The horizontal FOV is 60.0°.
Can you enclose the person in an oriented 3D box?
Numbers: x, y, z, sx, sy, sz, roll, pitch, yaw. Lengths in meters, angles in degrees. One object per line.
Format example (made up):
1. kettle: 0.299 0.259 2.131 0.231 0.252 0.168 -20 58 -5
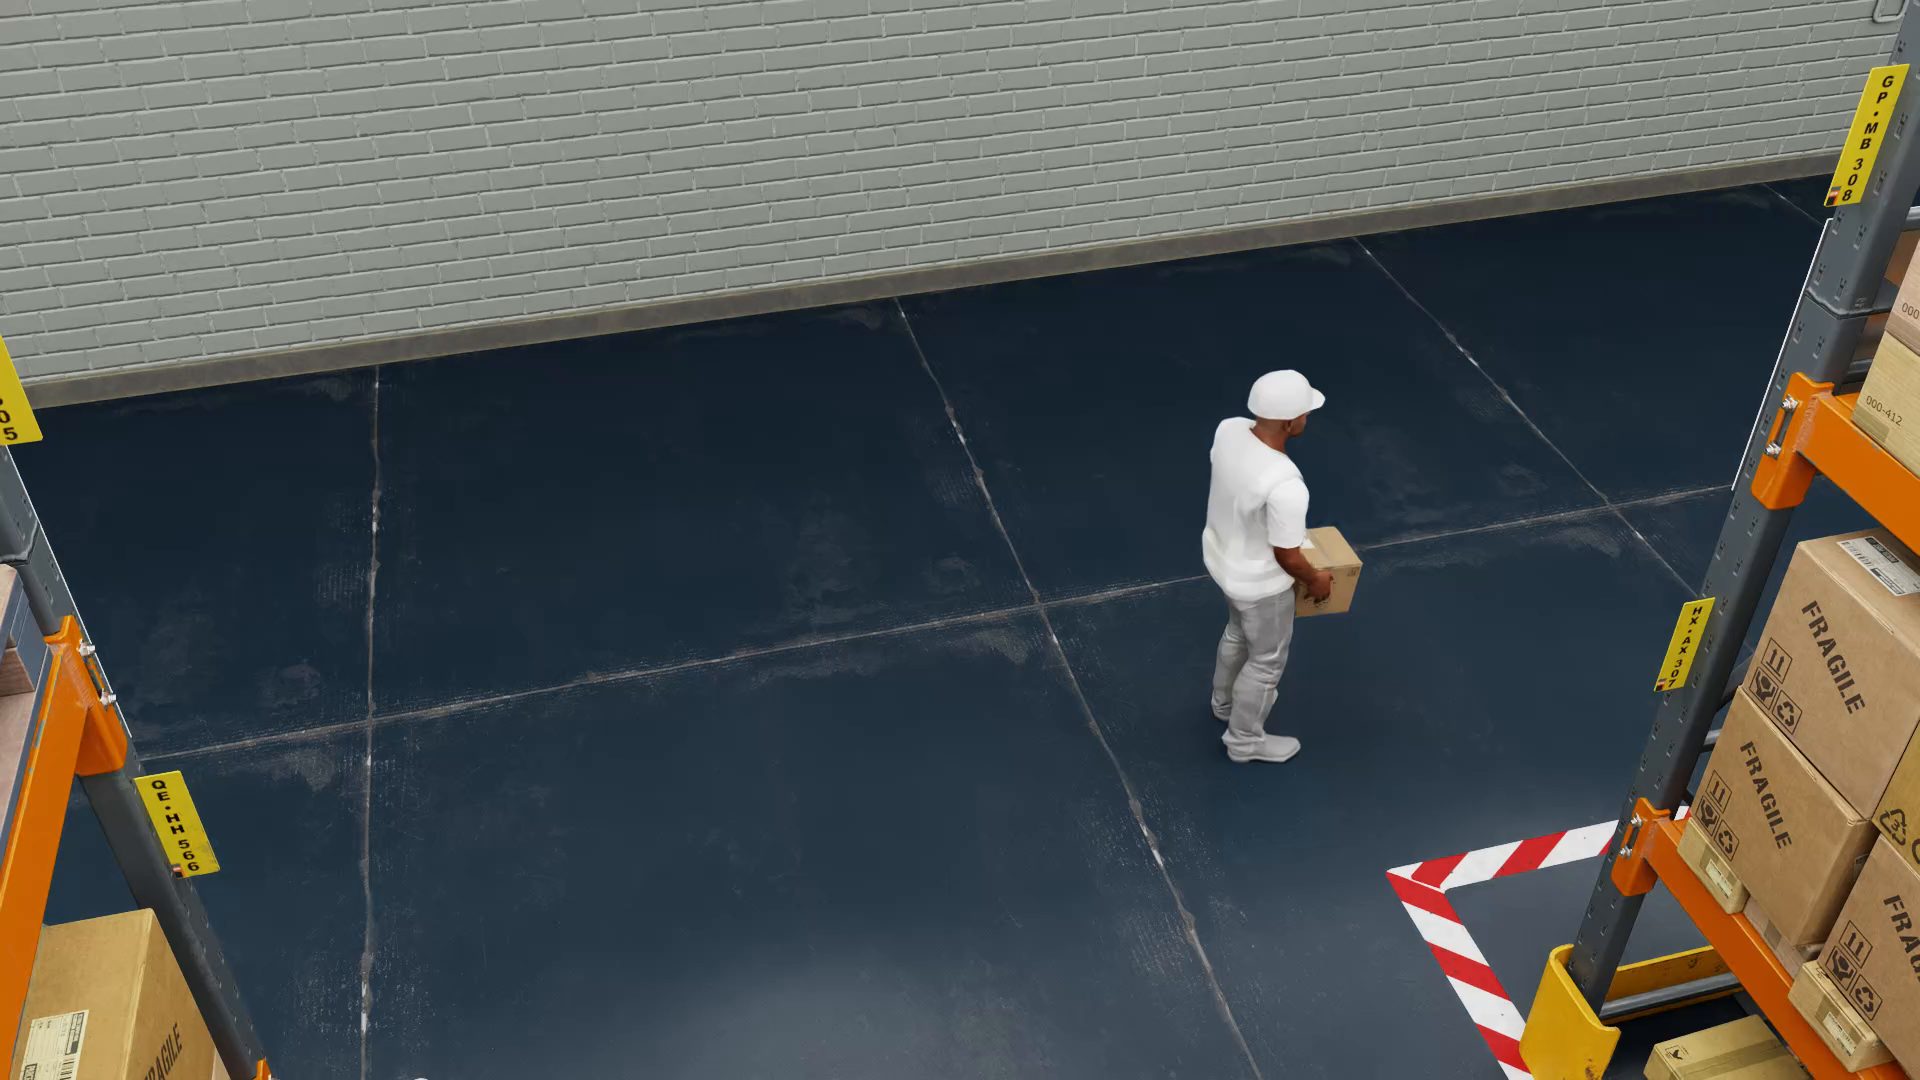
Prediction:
1. person: 1.199 0.096 6.571 0.470 1.767 0.572 -10 39 -13
